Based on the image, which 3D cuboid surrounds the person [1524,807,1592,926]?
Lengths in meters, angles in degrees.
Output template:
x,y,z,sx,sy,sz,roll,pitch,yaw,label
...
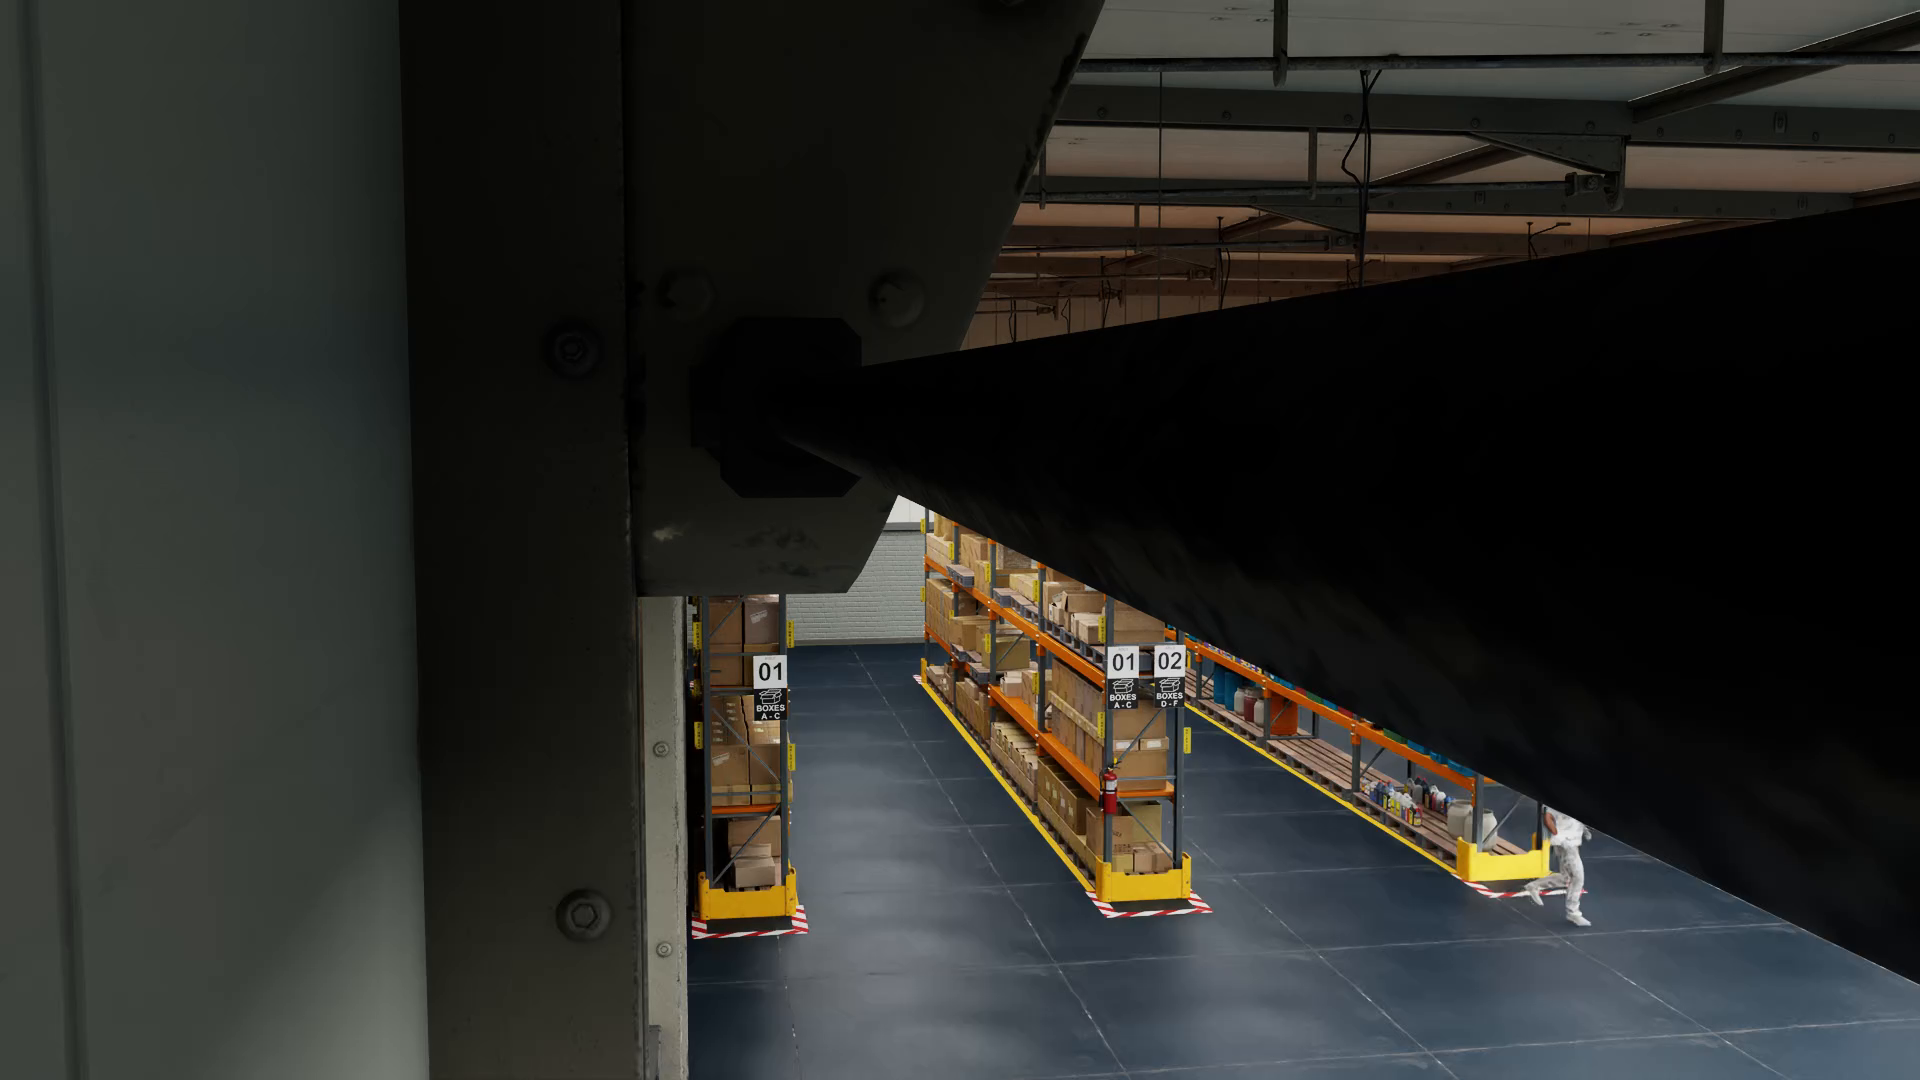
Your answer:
x,y,z,sx,sy,sz,roll,pitch,yaw,label
7.314,3.700,20.169,0.847,1.765,0.731,4,6,36,person
